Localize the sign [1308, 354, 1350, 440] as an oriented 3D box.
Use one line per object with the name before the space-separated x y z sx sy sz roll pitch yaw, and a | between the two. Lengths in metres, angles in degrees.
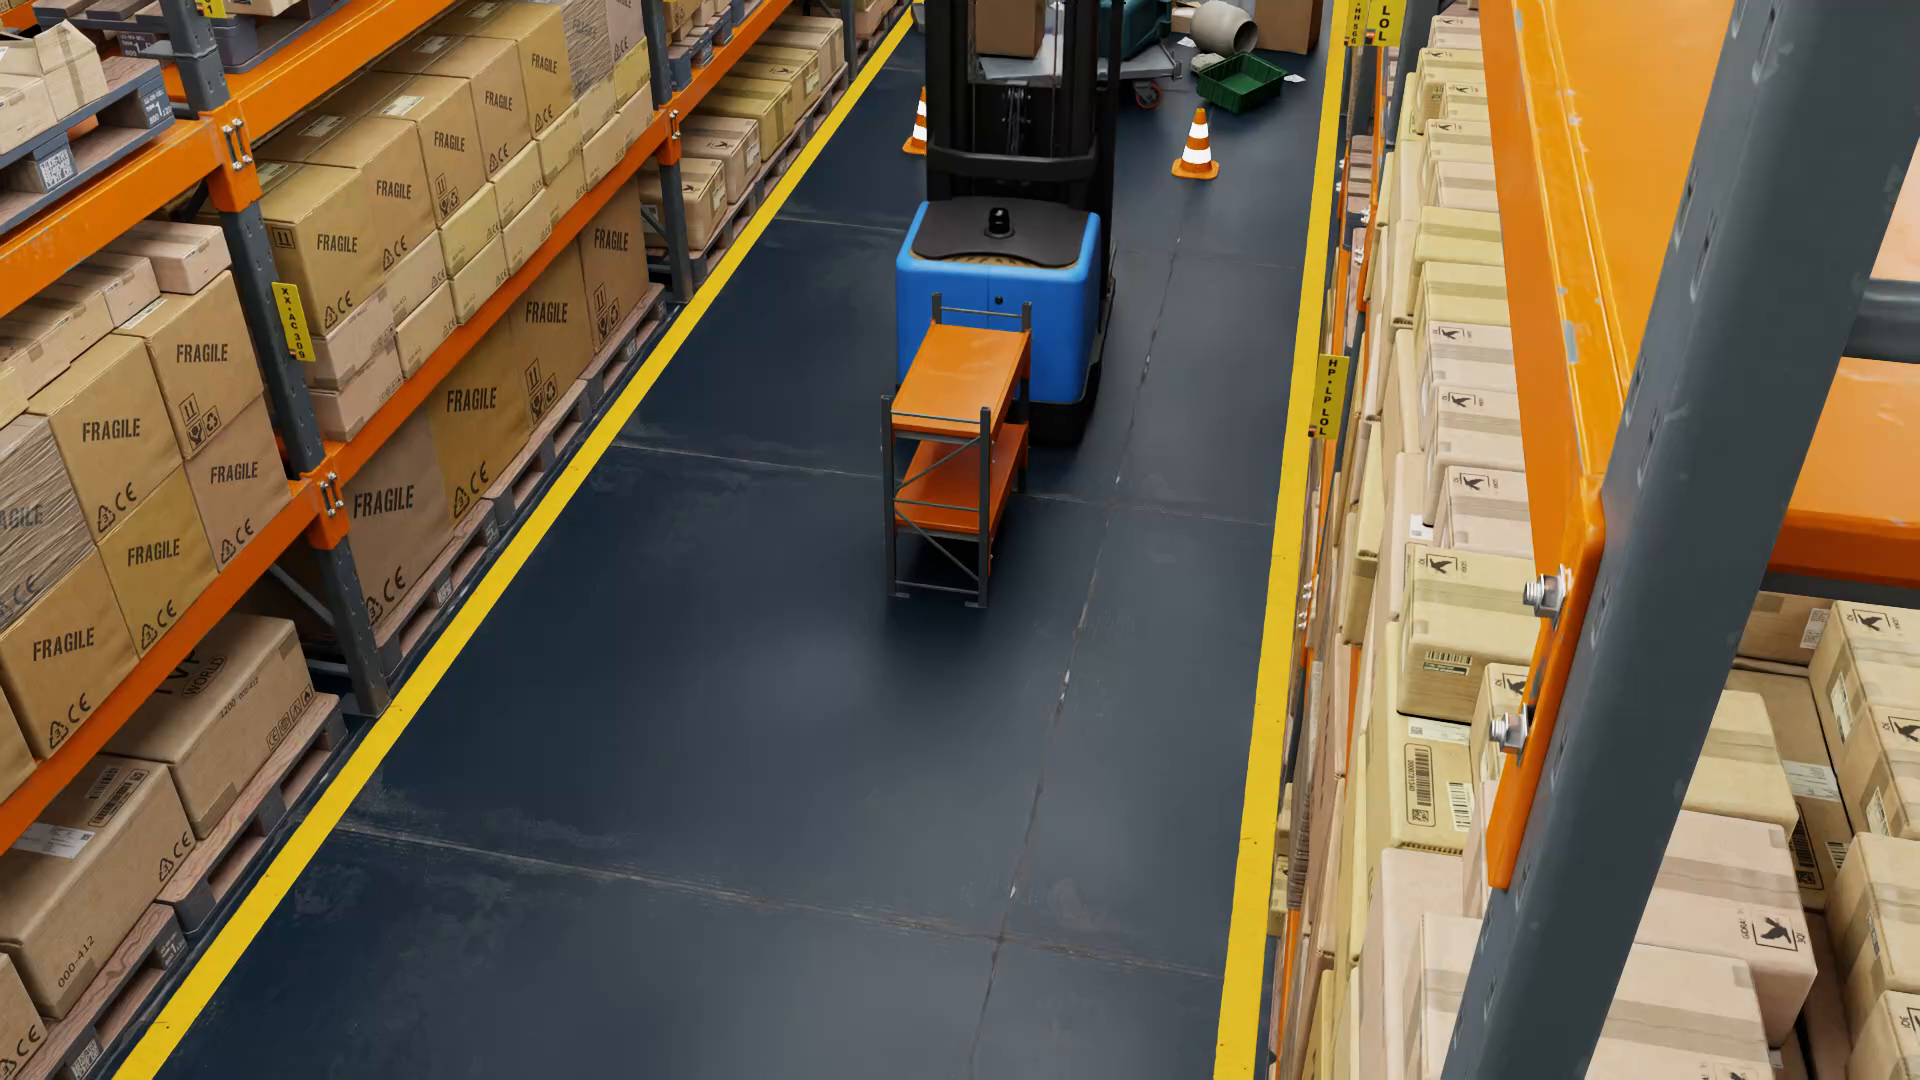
sign | 1.250 -0.483 5.644 0.100 0.325 0.005 7 37 10

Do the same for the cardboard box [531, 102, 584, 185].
cardboard box | -2.260 -2.044 8.486 0.500 0.250 0.500 6 36 9

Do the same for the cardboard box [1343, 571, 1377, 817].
cardboard box | 0.998 0.323 3.091 0.500 0.250 0.500 9 37 12

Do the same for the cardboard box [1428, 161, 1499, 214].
cardboard box | 1.270 -0.731 3.779 0.380 0.149 0.250 6 36 8

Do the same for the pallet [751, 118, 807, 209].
pallet | -1.779 -2.818 12.229 1.003 0.211 1.213 7 37 10

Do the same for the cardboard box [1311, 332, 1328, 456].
cardboard box | 2.143 -0.736 8.751 0.500 0.500 0.500 8 37 11

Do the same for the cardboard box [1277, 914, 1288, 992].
cardboard box | 1.342 1.508 5.955 0.380 0.149 0.250 7 37 10

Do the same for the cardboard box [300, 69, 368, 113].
cardboard box | -2.983 -1.828 7.549 0.500 0.500 0.500 8 37 11

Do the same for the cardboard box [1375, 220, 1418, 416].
cardboard box | 1.224 -0.485 3.779 0.500 0.250 0.500 8 37 11

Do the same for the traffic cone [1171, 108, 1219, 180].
traffic cone | 1.740 -2.926 12.163 0.336 0.463 0.334 7 37 10

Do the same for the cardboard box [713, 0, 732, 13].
cardboard box | -1.683 -3.498 10.646 0.380 0.149 0.250 8 37 10

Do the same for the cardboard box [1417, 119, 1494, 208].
cardboard box | 1.305 -0.882 3.987 0.380 0.149 0.250 6 36 9

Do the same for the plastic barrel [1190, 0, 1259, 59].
plastic barrel | 2.246 -4.333 14.137 0.421 0.421 0.512 -24 42 -30

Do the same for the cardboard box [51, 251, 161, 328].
cardboard box | -2.981 -0.863 5.665 0.380 0.149 0.250 8 37 11

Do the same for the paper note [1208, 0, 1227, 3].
paper note | 2.372 -4.961 15.341 0.144 0.017 0.142 20 41 26

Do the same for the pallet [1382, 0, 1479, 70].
pallet | 2.248 -2.021 6.356 1.213 0.211 1.003 7 37 10

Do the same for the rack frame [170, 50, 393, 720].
rack frame | -3.064 -0.509 6.667 1.000 3.000 0.127 7 37 10

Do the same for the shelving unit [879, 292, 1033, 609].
shelving unit | -0.001 -0.452 8.185 0.538 1.125 1.048 7 37 10

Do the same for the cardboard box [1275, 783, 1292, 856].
cardboard box | 1.403 1.085 6.285 0.380 0.149 0.250 9 37 12

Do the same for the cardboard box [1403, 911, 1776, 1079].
cardboard box | 0.723 0.601 1.940 0.380 0.149 0.250 7 37 10

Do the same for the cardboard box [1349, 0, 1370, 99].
cardboard box | 2.589 -2.858 9.822 0.500 0.500 0.500 7 37 10

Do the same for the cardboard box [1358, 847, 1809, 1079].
cardboard box | 0.789 0.694 2.152 0.500 0.250 0.500 6 36 9

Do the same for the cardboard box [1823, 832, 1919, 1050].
cardboard box | 1.302 0.528 2.042 0.380 0.149 0.250 9 37 12

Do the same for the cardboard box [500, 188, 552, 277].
cardboard box | -2.362 -1.542 8.219 0.500 0.250 0.500 7 36 9

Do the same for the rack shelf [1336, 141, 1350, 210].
rack shelf | 3.075 -3.095 10.848 1.077 0.370 4.000 7 37 10

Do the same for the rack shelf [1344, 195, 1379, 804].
rack shelf | 1.366 0.277 3.639 1.077 0.370 4.000 7 37 10

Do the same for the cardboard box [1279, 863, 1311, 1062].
cardboard box | 1.114 1.025 4.212 0.500 0.500 0.500 9 37 12

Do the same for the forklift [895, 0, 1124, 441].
forklift | 0.388 -2.589 9.595 1.130 2.935 3.031 5 36 7

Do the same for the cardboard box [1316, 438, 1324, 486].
cardboard box | 1.927 -0.465 7.738 0.500 0.250 0.500 6 36 8

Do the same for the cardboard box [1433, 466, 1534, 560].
cardboard box | 0.989 0.022 2.739 0.380 0.149 0.250 7 36 9

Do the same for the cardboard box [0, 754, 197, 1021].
cardboard box | -3.494 1.218 6.109 0.875 0.438 0.875 6 36 9

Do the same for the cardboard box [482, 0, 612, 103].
cardboard box | -2.166 -2.623 8.646 0.500 0.500 0.500 8 37 11

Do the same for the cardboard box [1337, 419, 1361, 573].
cardboard box | 1.363 0.015 4.753 0.500 0.500 0.500 6 36 9

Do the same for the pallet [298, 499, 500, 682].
pallet | -2.973 0.168 8.108 1.003 0.211 1.213 7 37 10

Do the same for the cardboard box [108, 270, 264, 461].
cardboard box | -2.895 -0.649 5.923 0.500 0.500 0.500 7 37 10

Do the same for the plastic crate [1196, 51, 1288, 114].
plastic crate | 2.259 -3.682 13.391 0.450 0.188 0.662 36 48 26

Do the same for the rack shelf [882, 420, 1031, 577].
rack shelf | -0.001 -0.254 8.328 0.538 0.278 1.000 7 37 10

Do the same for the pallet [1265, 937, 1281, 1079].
pallet | 1.684 1.572 6.171 1.003 0.211 1.213 7 37 10

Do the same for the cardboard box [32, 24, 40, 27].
cardboard box | -6.638 -3.748 12.802 0.875 0.625 0.625 6 36 8

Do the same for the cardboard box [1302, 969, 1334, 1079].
cardboard box | 0.902 1.197 3.122 0.500 0.500 0.500 6 36 8

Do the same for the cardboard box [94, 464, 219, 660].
cardboard box | -3.018 0.044 5.818 0.500 0.500 0.500 6 36 9

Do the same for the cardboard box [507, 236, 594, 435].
cardboard box | -2.633 -1.216 9.094 0.875 0.875 0.875 8 37 11

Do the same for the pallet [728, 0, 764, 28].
pallet | -1.827 -3.865 11.460 1.003 0.211 1.213 7 37 10

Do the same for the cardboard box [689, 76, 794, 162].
cardboard box | -1.762 -3.089 12.108 0.950 0.372 0.625 8 37 12

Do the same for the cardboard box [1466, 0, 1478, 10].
cardboard box | 2.251 -2.242 6.056 0.797 0.503 0.637 7 36 9

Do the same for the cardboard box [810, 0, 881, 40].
cardboard box | -0.966 -4.457 14.098 0.500 0.250 0.500 6 36 8

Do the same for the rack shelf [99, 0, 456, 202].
rack shelf | -2.637 -2.579 7.579 1.077 0.370 4.000 7 37 10

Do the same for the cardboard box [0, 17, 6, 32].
cardboard box | -3.395 -1.664 5.175 0.500 0.500 0.500 8 37 11

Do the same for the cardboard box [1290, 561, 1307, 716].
cardboard box | 1.705 0.440 7.130 0.500 0.500 0.500 7 36 9

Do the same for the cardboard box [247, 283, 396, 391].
cardboard box | -2.695 -0.868 6.863 0.500 0.250 0.500 6 36 9

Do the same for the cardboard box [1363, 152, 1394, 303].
cardboard box | 1.436 -0.868 4.734 0.500 0.250 0.500 9 37 12

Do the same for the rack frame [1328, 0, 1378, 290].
rack frame | 2.648 -2.240 9.054 1.000 3.000 0.127 7 37 10

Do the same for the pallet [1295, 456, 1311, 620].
pallet | 2.216 0.034 8.293 1.003 0.211 1.213 7 37 10

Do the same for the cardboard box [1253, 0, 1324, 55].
cardboard box | 2.831 -4.541 14.357 0.500 0.500 0.500 14 38 18

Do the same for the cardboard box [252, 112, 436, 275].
cardboard box | -2.608 -1.466 7.049 0.500 0.500 0.500 7 37 10

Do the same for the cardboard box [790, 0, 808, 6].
cardboard box | -1.491 -4.829 13.973 0.500 0.500 0.500 7 36 9
